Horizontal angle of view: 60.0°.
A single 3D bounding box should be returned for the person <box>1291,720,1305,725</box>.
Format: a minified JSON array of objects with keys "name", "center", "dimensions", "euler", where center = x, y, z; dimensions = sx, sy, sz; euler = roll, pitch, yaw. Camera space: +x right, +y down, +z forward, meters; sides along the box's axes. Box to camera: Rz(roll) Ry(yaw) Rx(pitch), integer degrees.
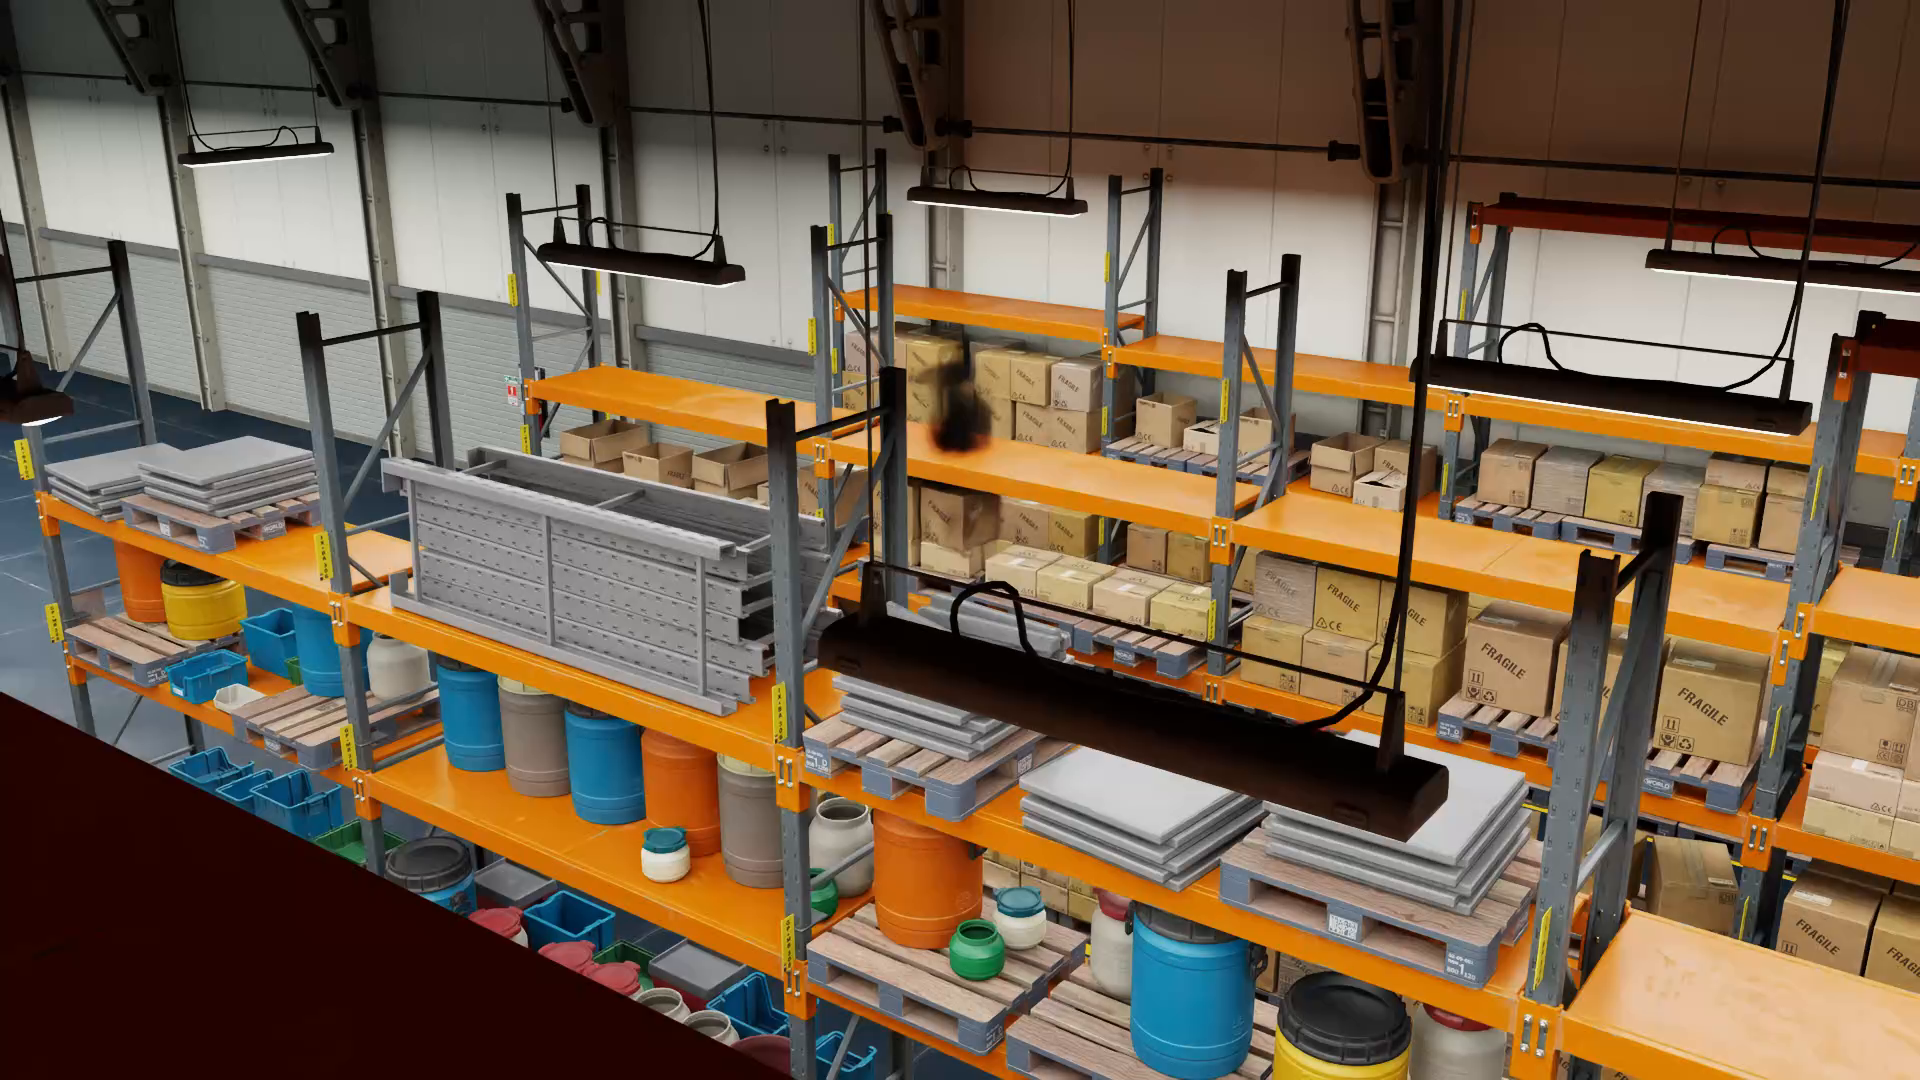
[{"name":"person","center":[3.334,2.472,15.170],"dimensions":[0.928,1.613,0.634],"euler":[8,20,22]}]
